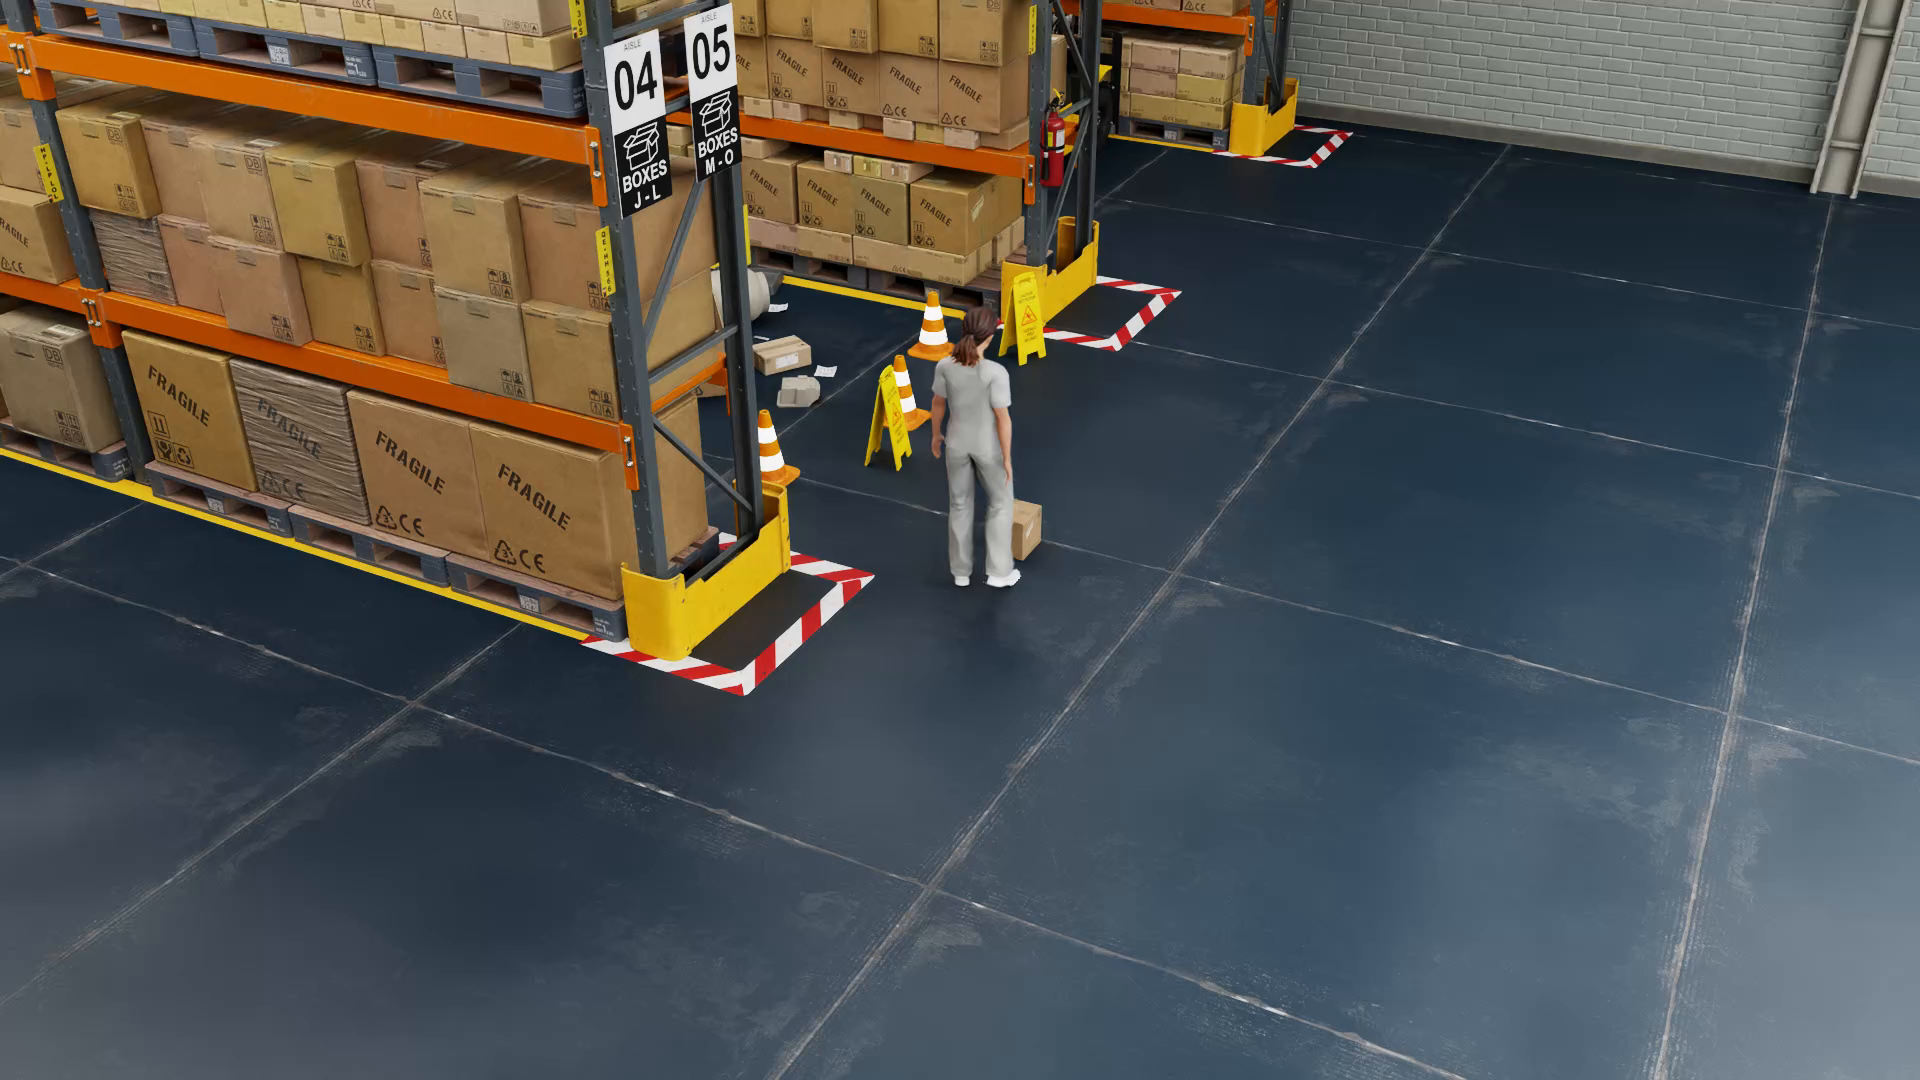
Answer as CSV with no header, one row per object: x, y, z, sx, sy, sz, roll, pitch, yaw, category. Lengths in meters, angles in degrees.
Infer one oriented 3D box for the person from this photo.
0.094,-0.507,9.159,0.490,1.704,0.484,11,32,19,person
